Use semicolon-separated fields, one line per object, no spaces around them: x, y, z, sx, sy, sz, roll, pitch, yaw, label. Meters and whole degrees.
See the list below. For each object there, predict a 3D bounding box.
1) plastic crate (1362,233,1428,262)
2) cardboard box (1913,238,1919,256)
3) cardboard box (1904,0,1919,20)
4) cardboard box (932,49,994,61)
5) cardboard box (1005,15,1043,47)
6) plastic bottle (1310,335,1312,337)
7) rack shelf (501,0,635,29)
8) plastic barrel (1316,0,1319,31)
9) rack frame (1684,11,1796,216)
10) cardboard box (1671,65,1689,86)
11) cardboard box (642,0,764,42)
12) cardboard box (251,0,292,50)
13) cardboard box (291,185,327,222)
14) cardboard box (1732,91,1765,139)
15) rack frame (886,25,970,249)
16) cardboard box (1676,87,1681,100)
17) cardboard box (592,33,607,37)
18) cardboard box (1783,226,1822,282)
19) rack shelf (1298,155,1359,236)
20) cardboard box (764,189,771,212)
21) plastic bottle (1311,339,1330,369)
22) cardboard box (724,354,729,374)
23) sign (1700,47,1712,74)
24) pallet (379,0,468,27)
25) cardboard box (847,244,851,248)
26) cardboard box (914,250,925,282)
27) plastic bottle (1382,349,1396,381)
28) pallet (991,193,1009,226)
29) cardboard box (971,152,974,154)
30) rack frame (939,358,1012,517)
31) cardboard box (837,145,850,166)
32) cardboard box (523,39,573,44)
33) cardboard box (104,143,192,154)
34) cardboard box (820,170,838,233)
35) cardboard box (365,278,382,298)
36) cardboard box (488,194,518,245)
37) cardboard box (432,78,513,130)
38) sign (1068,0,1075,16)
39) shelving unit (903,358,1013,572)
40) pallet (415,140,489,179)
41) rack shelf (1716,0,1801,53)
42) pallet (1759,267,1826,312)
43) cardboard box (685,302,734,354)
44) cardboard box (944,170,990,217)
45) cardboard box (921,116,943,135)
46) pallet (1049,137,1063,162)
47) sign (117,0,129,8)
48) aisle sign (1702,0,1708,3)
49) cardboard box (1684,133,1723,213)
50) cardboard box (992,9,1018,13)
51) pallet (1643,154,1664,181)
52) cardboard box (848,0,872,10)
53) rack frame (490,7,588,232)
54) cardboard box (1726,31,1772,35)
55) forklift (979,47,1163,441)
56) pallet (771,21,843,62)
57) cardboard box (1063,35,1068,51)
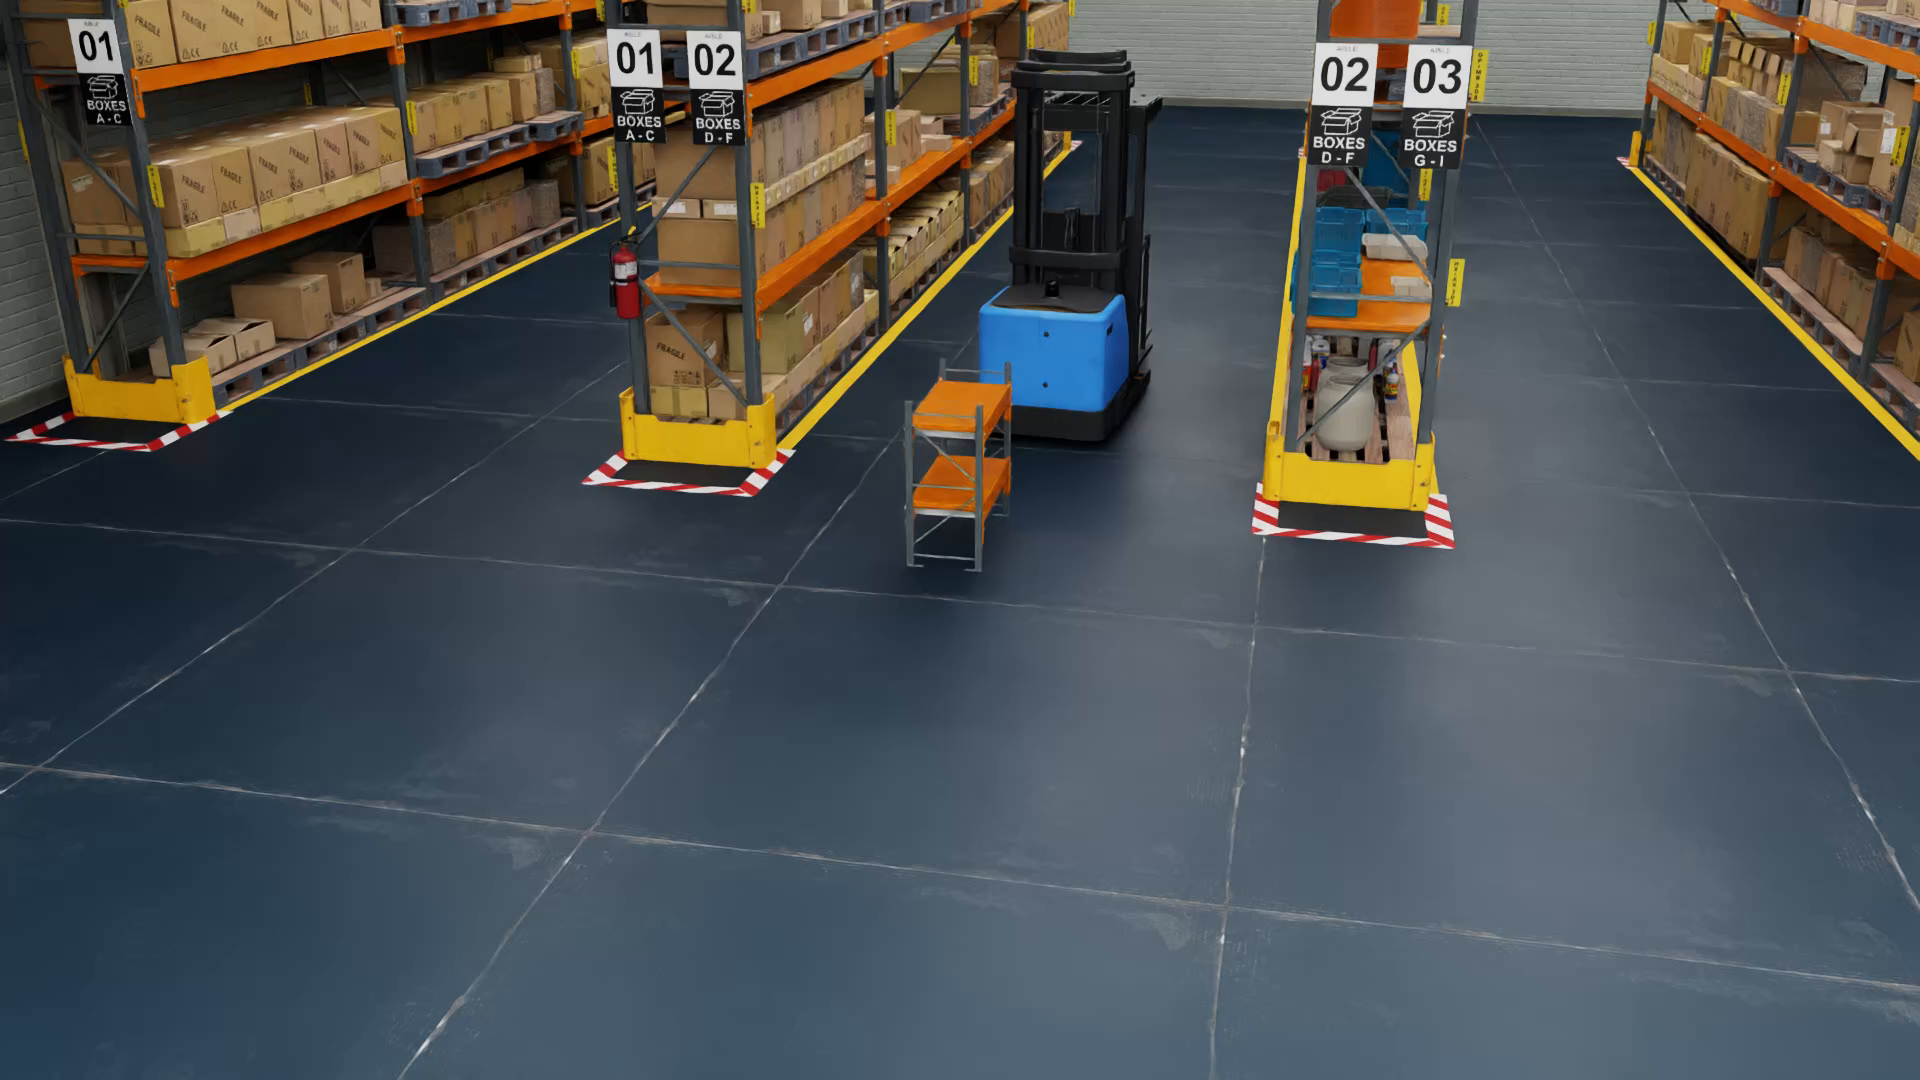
3.563;-2.396;13.641;0.530;0.136;0.437;4;22;11;plastic crate
8.069;-2.398;13.628;0.380;0.149;0.250;4;22;11;cardboard box
8.880;-4.897;14.782;0.797;0.503;0.637;5;23;13;cardboard box
0.037;-6.265;22.198;0.700;0.500;0.500;8;23;19;cardboard box
0.907;-7.286;23.957;0.500;0.500;0.500;4;22;9;cardboard box
3.037;-1.774;14.701;0.144;0.351;0.185;4;22;9;plastic bottle
-4.828;-7.139;22.012;1.077;0.370;4.000;4;22;11;rack shelf
3.538;-4.958;14.963;0.600;0.901;0.708;4;22;11;plastic barrel
10.128;-5.680;21.441;1.000;3.000;0.127;4;22;11;rack frame
10.275;-6.491;23.258;0.500;0.250;0.500;4;22;10;cardboard box
-1.897;-3.957;12.260;0.797;0.503;0.637;6;23;15;cardboard box
-6.220;-4.556;14.474;0.500;0.500;0.500;6;23;14;cardboard box
-6.151;-3.079;15.159;0.500;0.250;0.500;5;22;11;cardboard box
9.485;-5.021;19.671;0.500;0.500;0.500;5;22;12;cardboard box
-0.386;-4.973;19.687;1.000;3.000;0.127;4;22;11;rack frame
10.131;-6.170;22.994;0.380;0.149;0.250;4;22;10;cardboard box
-4.586;-6.605;22.175;0.500;0.250;0.500;4;22;10;cardboard box
9.194;-3.015;17.582;0.700;0.500;0.500;3;22;8;cardboard box
4.055;-3.529;17.065;1.077;0.370;4.000;4;22;11;rack shelf
-1.676;-2.619;12.839;0.380;0.149;0.250;4;22;10;cardboard box
3.100;-1.582;14.324;0.152;0.276;0.135;4;22;11;plastic bottle
-2.108;-1.369;13.857;0.500;0.250;0.500;4;22;11;cardboard box
9.584;-6.160;21.368;0.100;0.325;0.005;4;22;11;sign
-5.822;-5.409;17.004;1.213;0.211;1.003;4;22;11;pallet
-1.400;-2.860;16.808;0.500;0.311;0.500;4;22;11;cardboard box
-0.668;-2.935;17.745;0.500;0.250;0.500;4;22;9;cardboard box
3.637;-1.483;14.083;0.097;0.271;0.097;0;22;0;plastic bottle
0.055;-4.395;21.984;1.003;0.211;1.213;4;22;11;pallet
-0.114;-4.944;22.373;0.500;0.500;0.500;5;22;12;cardboard box
0.105;-0.710;11.611;0.500;1.125;0.032;4;22;11;rack frame
-1.204;-3.460;14.927;0.380;0.149;0.250;4;22;11;cardboard box
-5.288;-6.266;21.334;0.500;0.250;0.500;4;22;9;cardboard box
-6.868;-3.083;14.165;0.500;0.500;0.500;5;22;12;cardboard box
-1.494;-3.018;14.697;0.700;0.500;0.500;5;22;12;cardboard box
-6.132;-2.579;16.945;0.380;0.166;0.250;2;22;4;cardboard box
-5.624;-3.764;19.440;0.700;0.500;0.500;4;22;11;cardboard box
-5.554;-4.970;18.956;0.700;0.500;0.500;4;22;11;cardboard box
1.786;-8.533;26.553;0.100;0.325;0.005;4;22;11;sign
0.001;-0.524;11.150;0.538;1.125;1.048;4;22;11;shelving unit
-5.754;-4.066;17.692;1.003;0.211;1.213;4;22;11;pallet
9.720;-6.006;19.199;1.077;0.370;4.000;4;22;11;rack shelf
9.151;-2.638;17.621;1.003;0.211;1.213;4;22;11;pallet
-2.010;-1.901;14.172;0.500;0.500;0.500;4;22;11;cardboard box
0.088;-4.355;20.908;0.500;0.500;0.500;4;22;9;cardboard box
-0.503;-4.802;19.382;0.500;0.311;0.500;6;23;14;cardboard box
1.070;-6.286;26.680;1.003;0.211;1.213;4;22;11;pallet
-6.337;-4.179;12.531;0.100;0.325;0.005;4;22;11;sign
11.252;-8.352;24.597;0.394;0.787;0.004;4;22;11;aisle sign
10.017;-4.653;21.175;1.225;0.875;0.875;5;22;11;cardboard box
0.589;-7.707;25.003;0.500;0.500;0.500;4;22;10;cardboard box
10.857;-5.551;24.854;1.003;0.211;1.213;4;22;11;pallet
-1.067;-5.252;16.002;0.500;0.250;0.500;7;23;16;cardboard box
-5.236;-5.350;20.622;1.000;3.000;0.127;4;22;11;rack frame
10.685;-6.622;22.579;0.500;0.500;0.500;4;22;9;cardboard box
1.050;-2.658;14.030;1.130;2.935;3.031;6;23;16;forklift
-1.602;-4.102;13.627;1.003;0.211;1.213;4;22;11;pallet
1.422;-7.761;26.475;0.500;0.500;0.500;5;23;13;cardboard box
